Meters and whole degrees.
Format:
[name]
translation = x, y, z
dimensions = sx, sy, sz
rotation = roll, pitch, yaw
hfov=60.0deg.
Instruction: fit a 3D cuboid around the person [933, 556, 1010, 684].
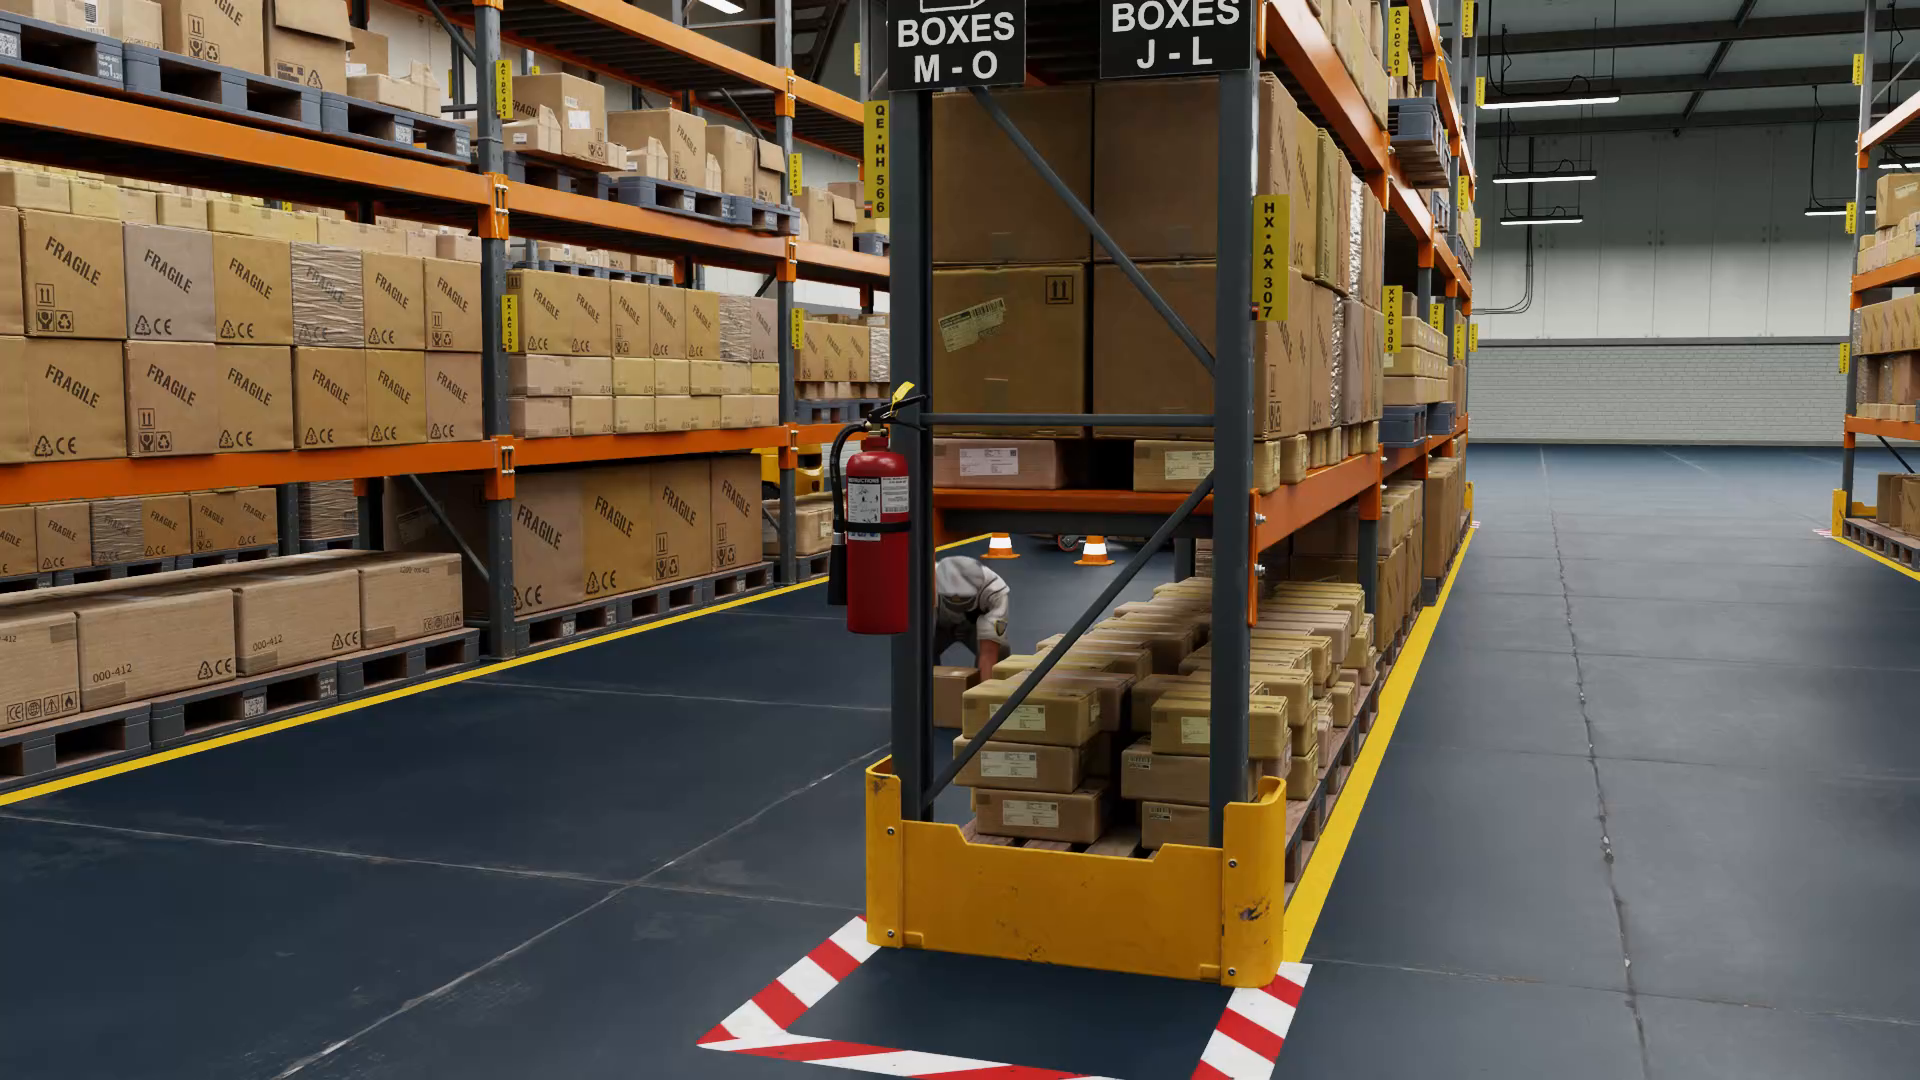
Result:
[person]
translation = -0.017, 0.481, 8.263
dimensions = 0.541, 0.877, 1.001
rotation = 0, 5, 4
